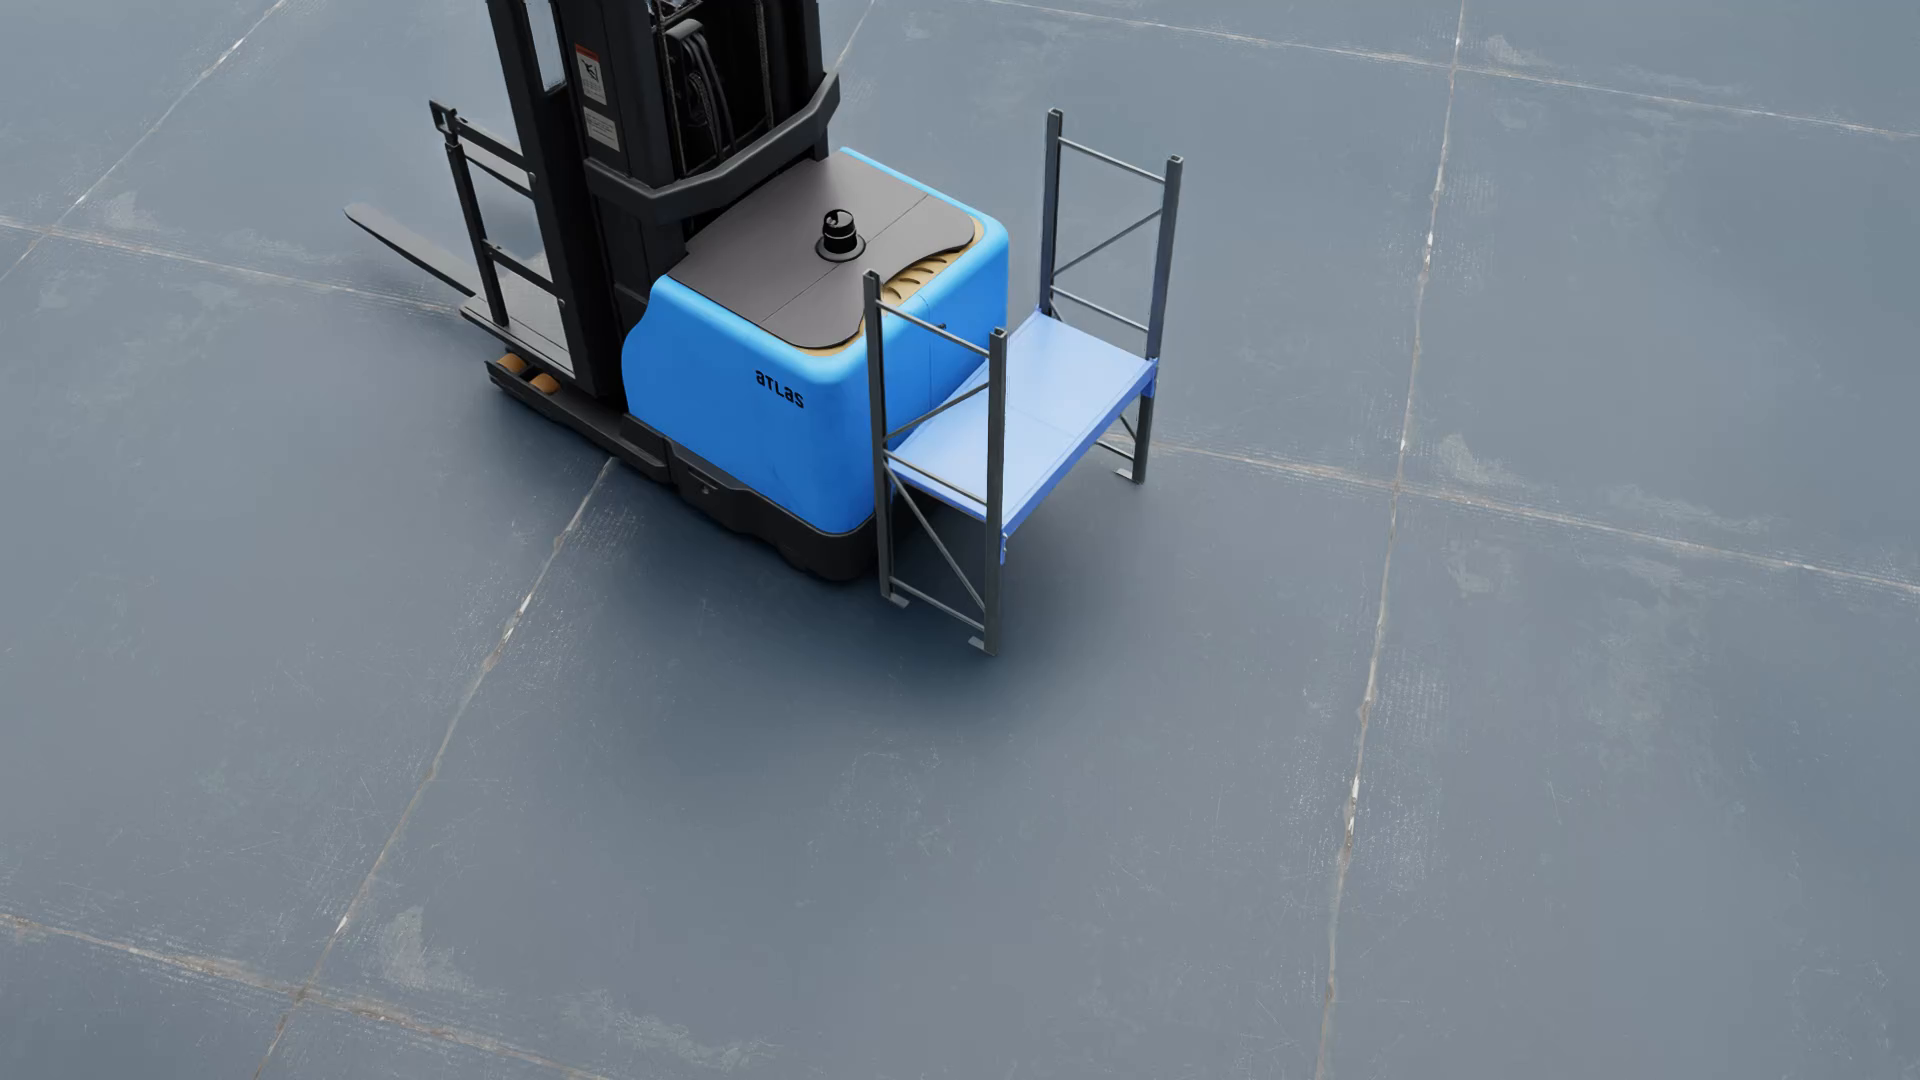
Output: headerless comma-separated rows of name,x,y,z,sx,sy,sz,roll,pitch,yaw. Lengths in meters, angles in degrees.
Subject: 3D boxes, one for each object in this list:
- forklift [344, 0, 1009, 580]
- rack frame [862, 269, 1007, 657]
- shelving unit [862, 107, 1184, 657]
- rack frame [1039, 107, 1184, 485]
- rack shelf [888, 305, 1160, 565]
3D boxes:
forklift,-1.284,-1.754,5.843,3.031,2.935,1.130,31,55,24
rack frame,-0.077,-0.198,5.425,0.500,1.500,0.032,28,54,22
shelving unit,0.213,-0.511,5.701,0.538,1.500,1.048,28,54,22
rack frame,0.504,-0.824,5.977,0.500,1.500,0.032,28,54,22
rack shelf,0.213,-0.392,5.836,0.538,0.185,1.000,28,54,22
